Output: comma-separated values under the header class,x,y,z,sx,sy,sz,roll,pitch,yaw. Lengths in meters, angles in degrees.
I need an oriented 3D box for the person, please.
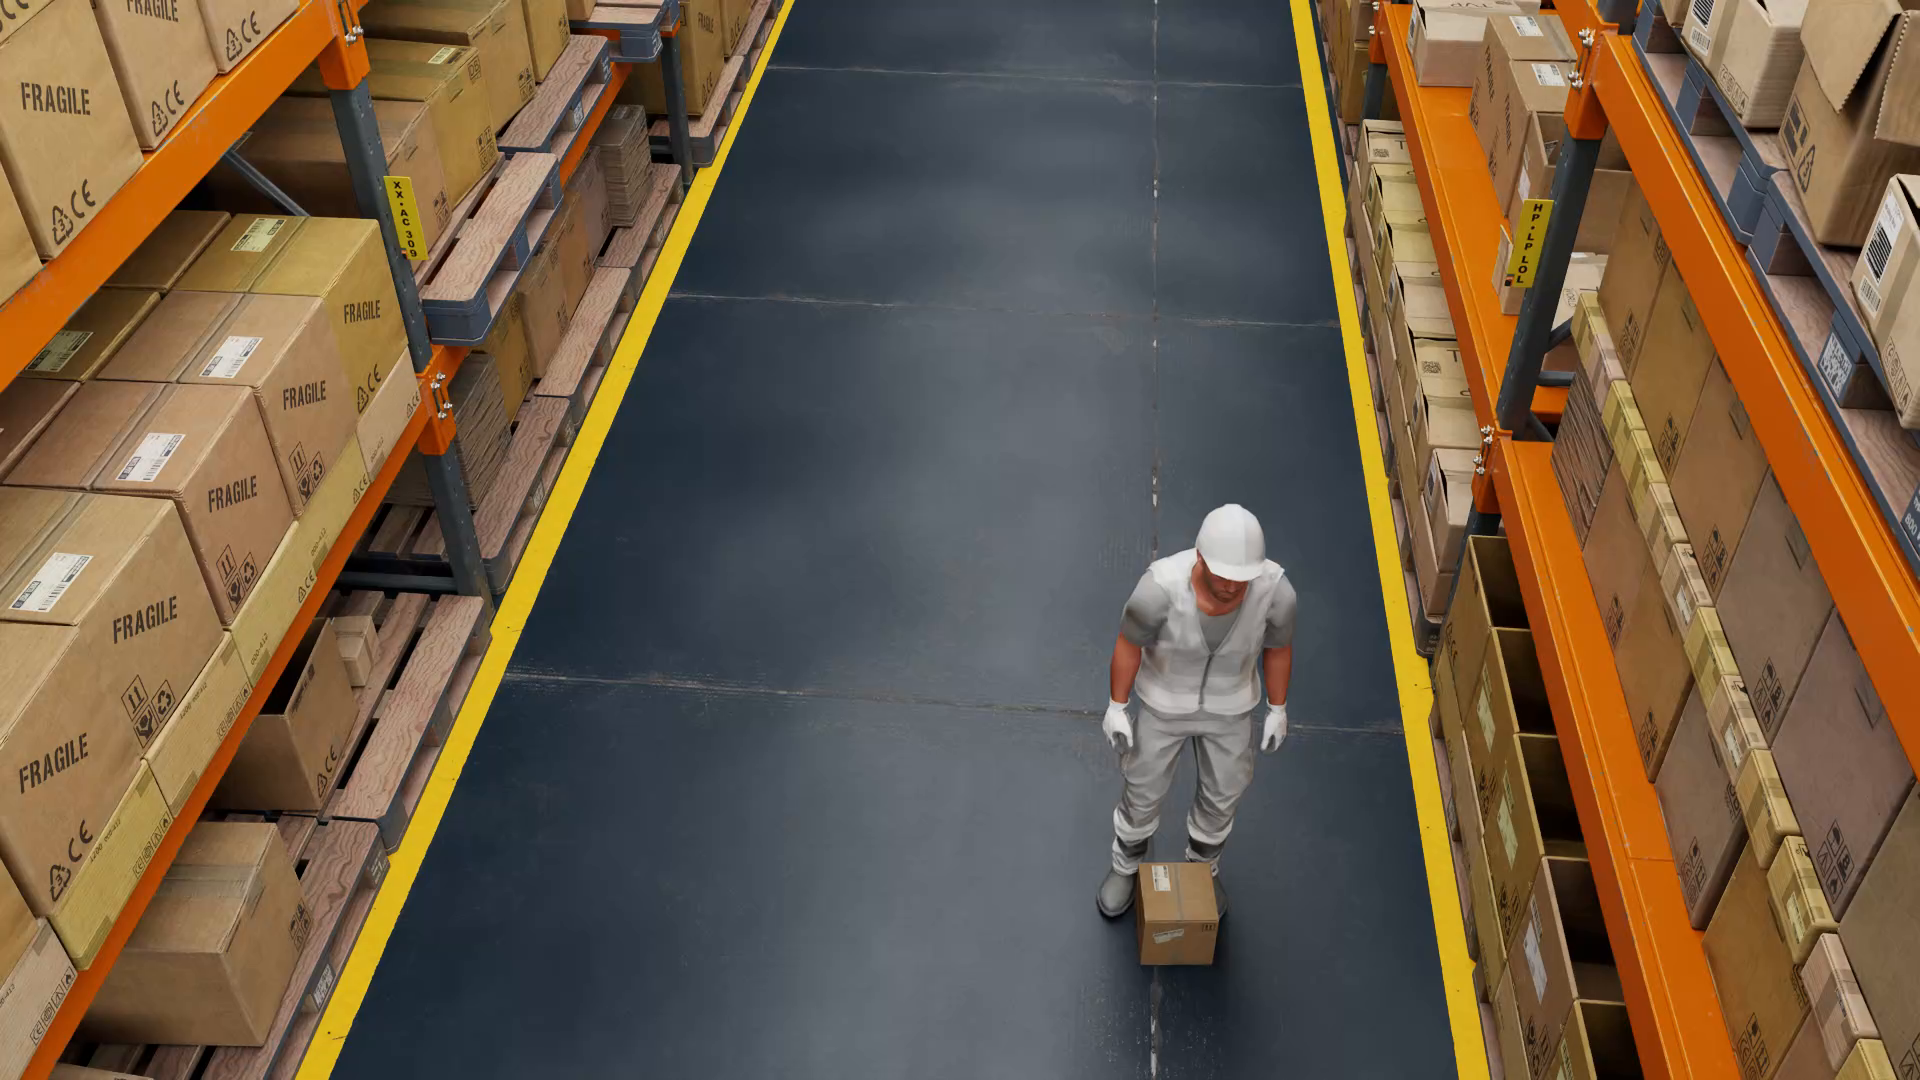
class,x,y,z,sx,sy,sz,roll,pitch,yaw
person,0.778,0.568,5.462,0.617,1.776,0.453,1,40,1
